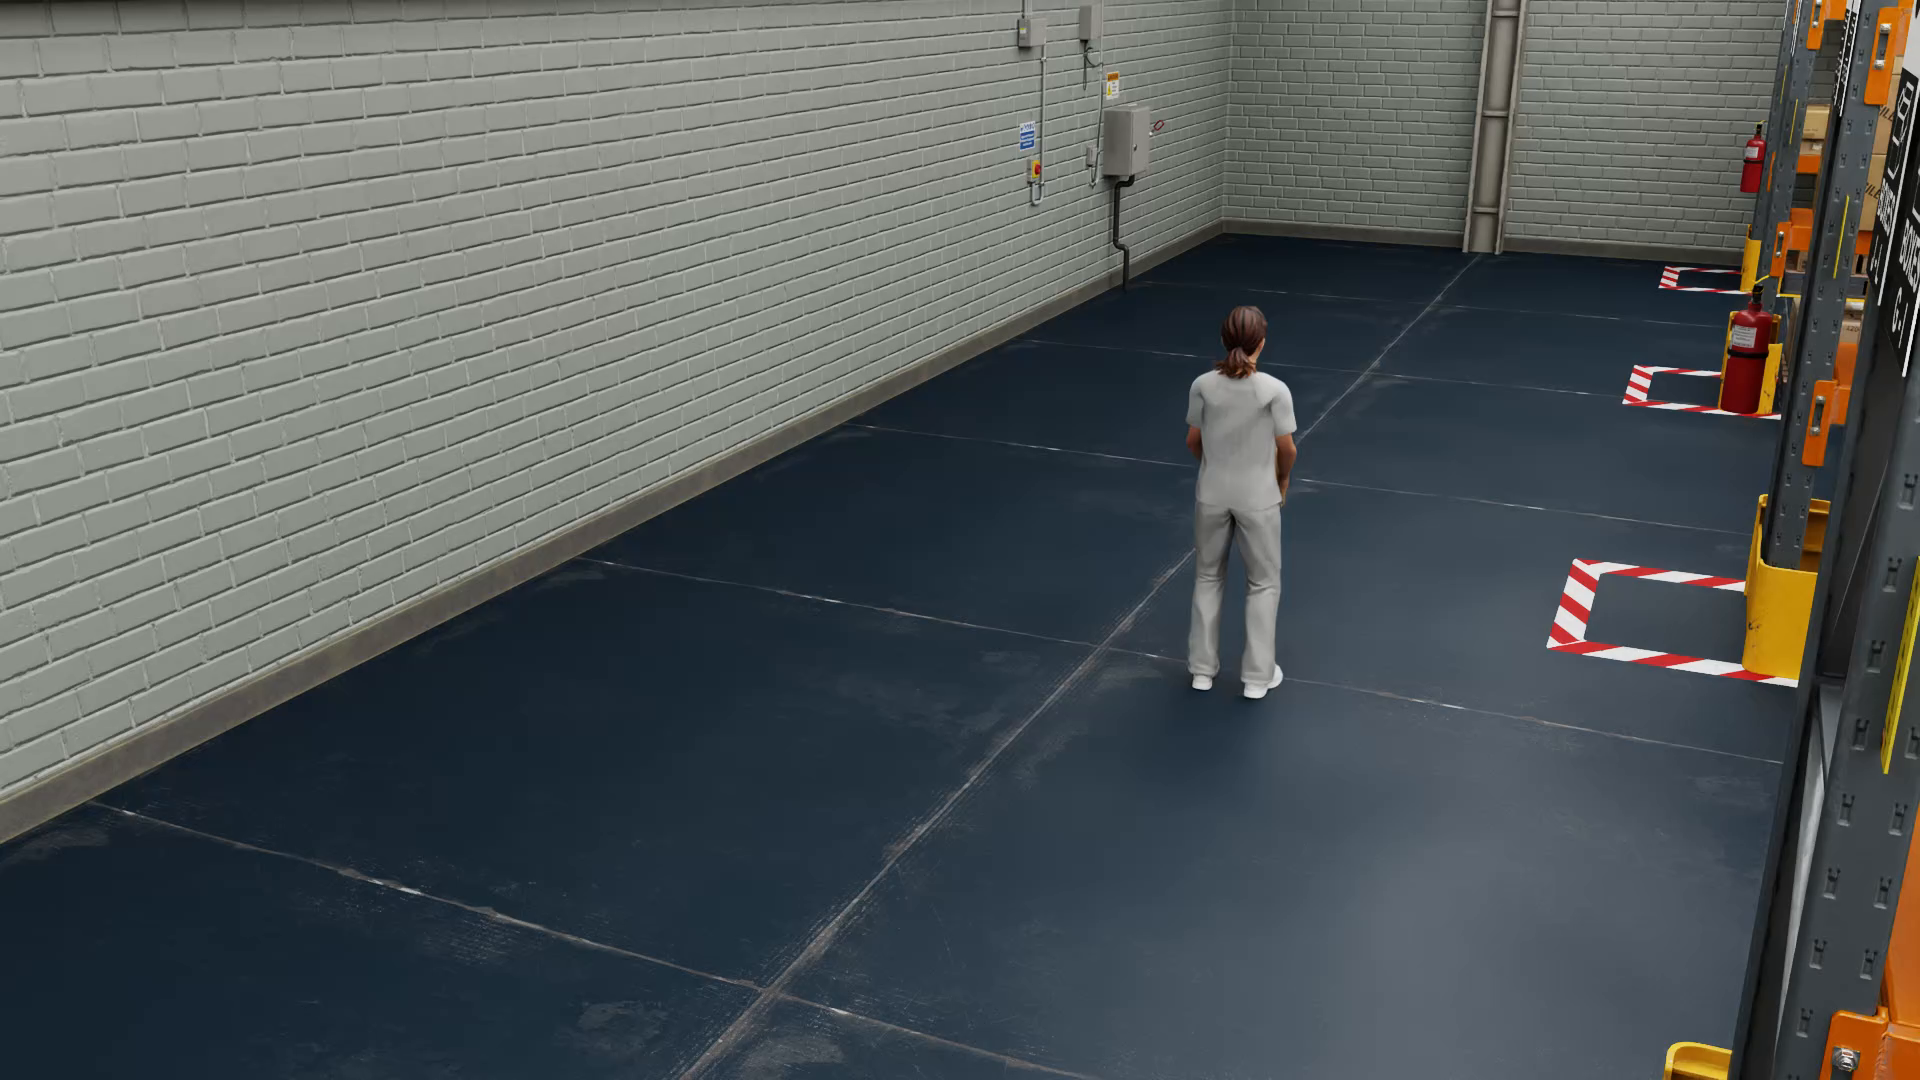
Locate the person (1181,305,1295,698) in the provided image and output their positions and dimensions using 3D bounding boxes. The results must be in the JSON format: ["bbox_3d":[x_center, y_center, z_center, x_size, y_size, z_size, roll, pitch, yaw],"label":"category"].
[{"bbox_3d":[1.172,-0.158,7.024,0.489,1.673,0.359,8,21,21],"label":"person"}]
